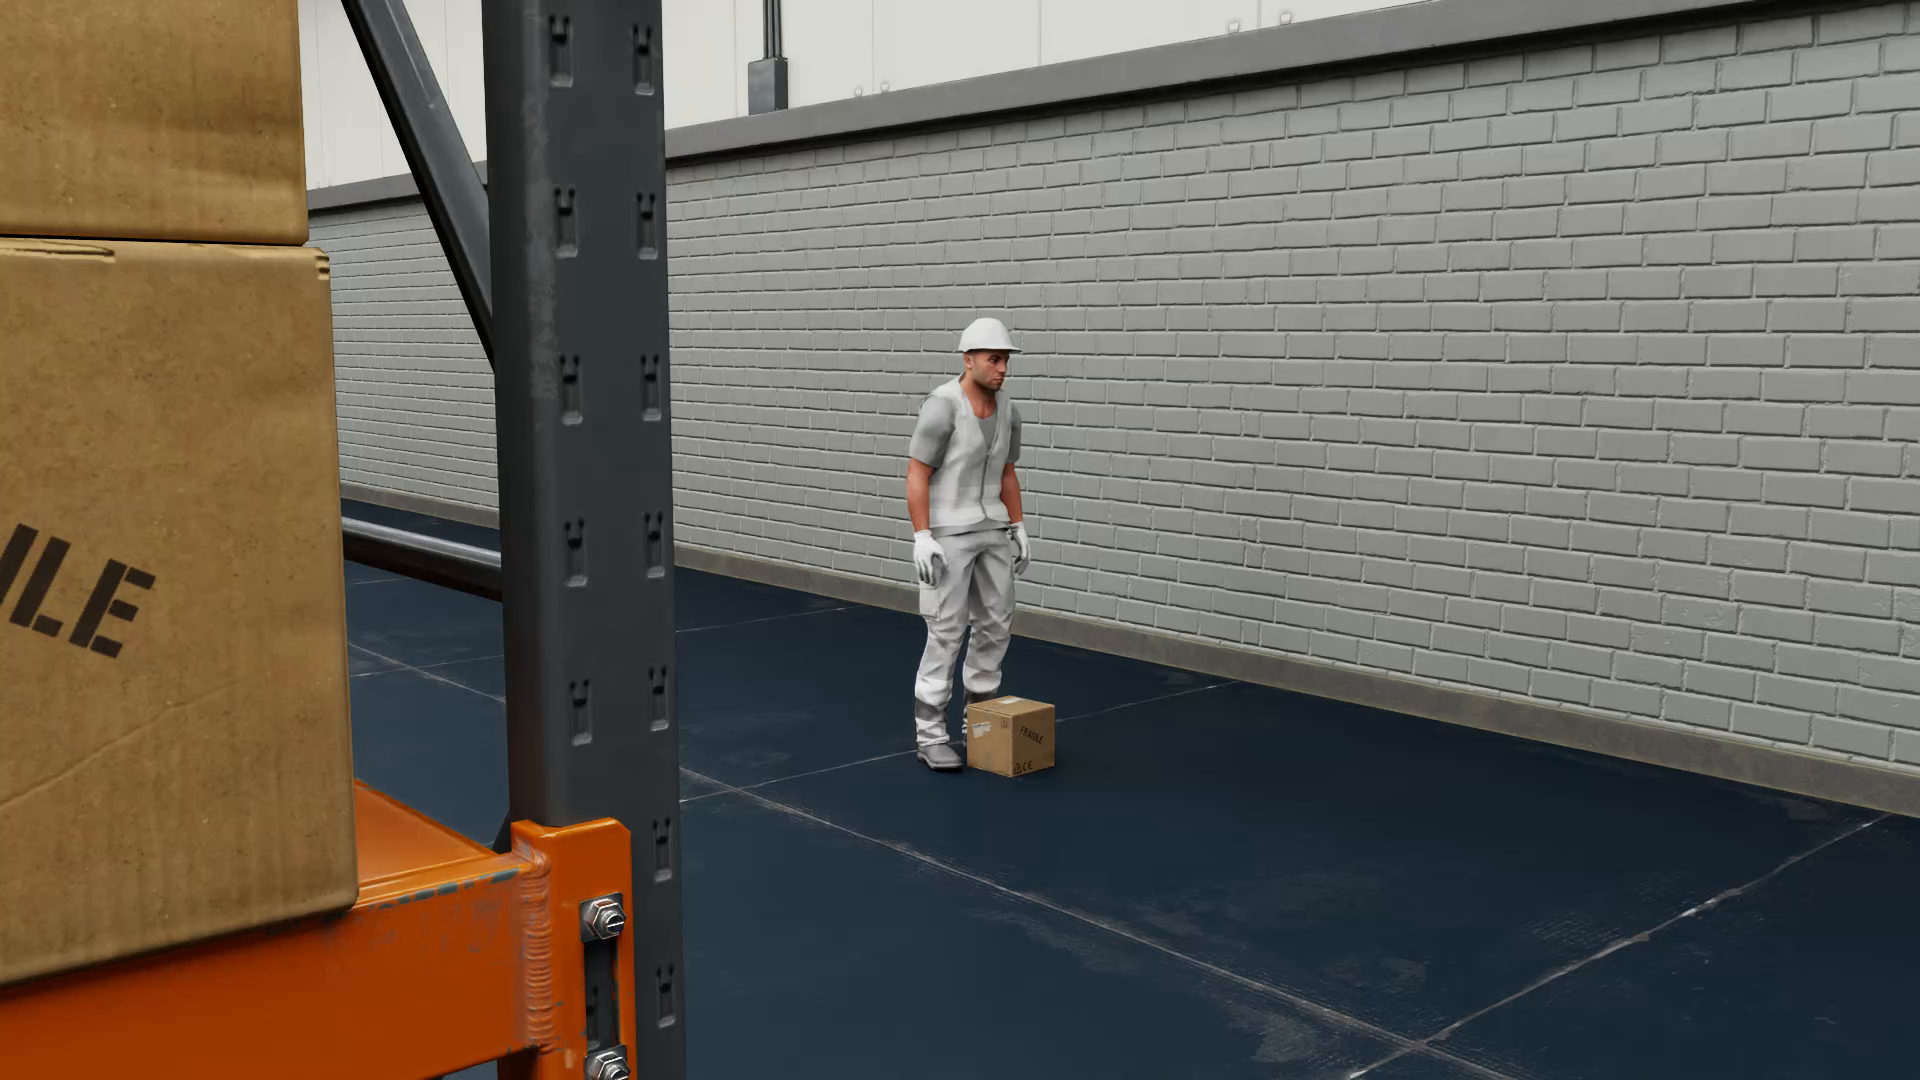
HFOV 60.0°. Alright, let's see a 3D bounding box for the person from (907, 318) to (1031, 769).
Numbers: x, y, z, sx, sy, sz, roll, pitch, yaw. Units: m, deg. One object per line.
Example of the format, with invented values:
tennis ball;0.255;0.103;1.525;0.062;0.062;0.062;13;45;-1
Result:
person;0.048;0.003;6.693;0.611;1.779;0.455;-6;10;-41
